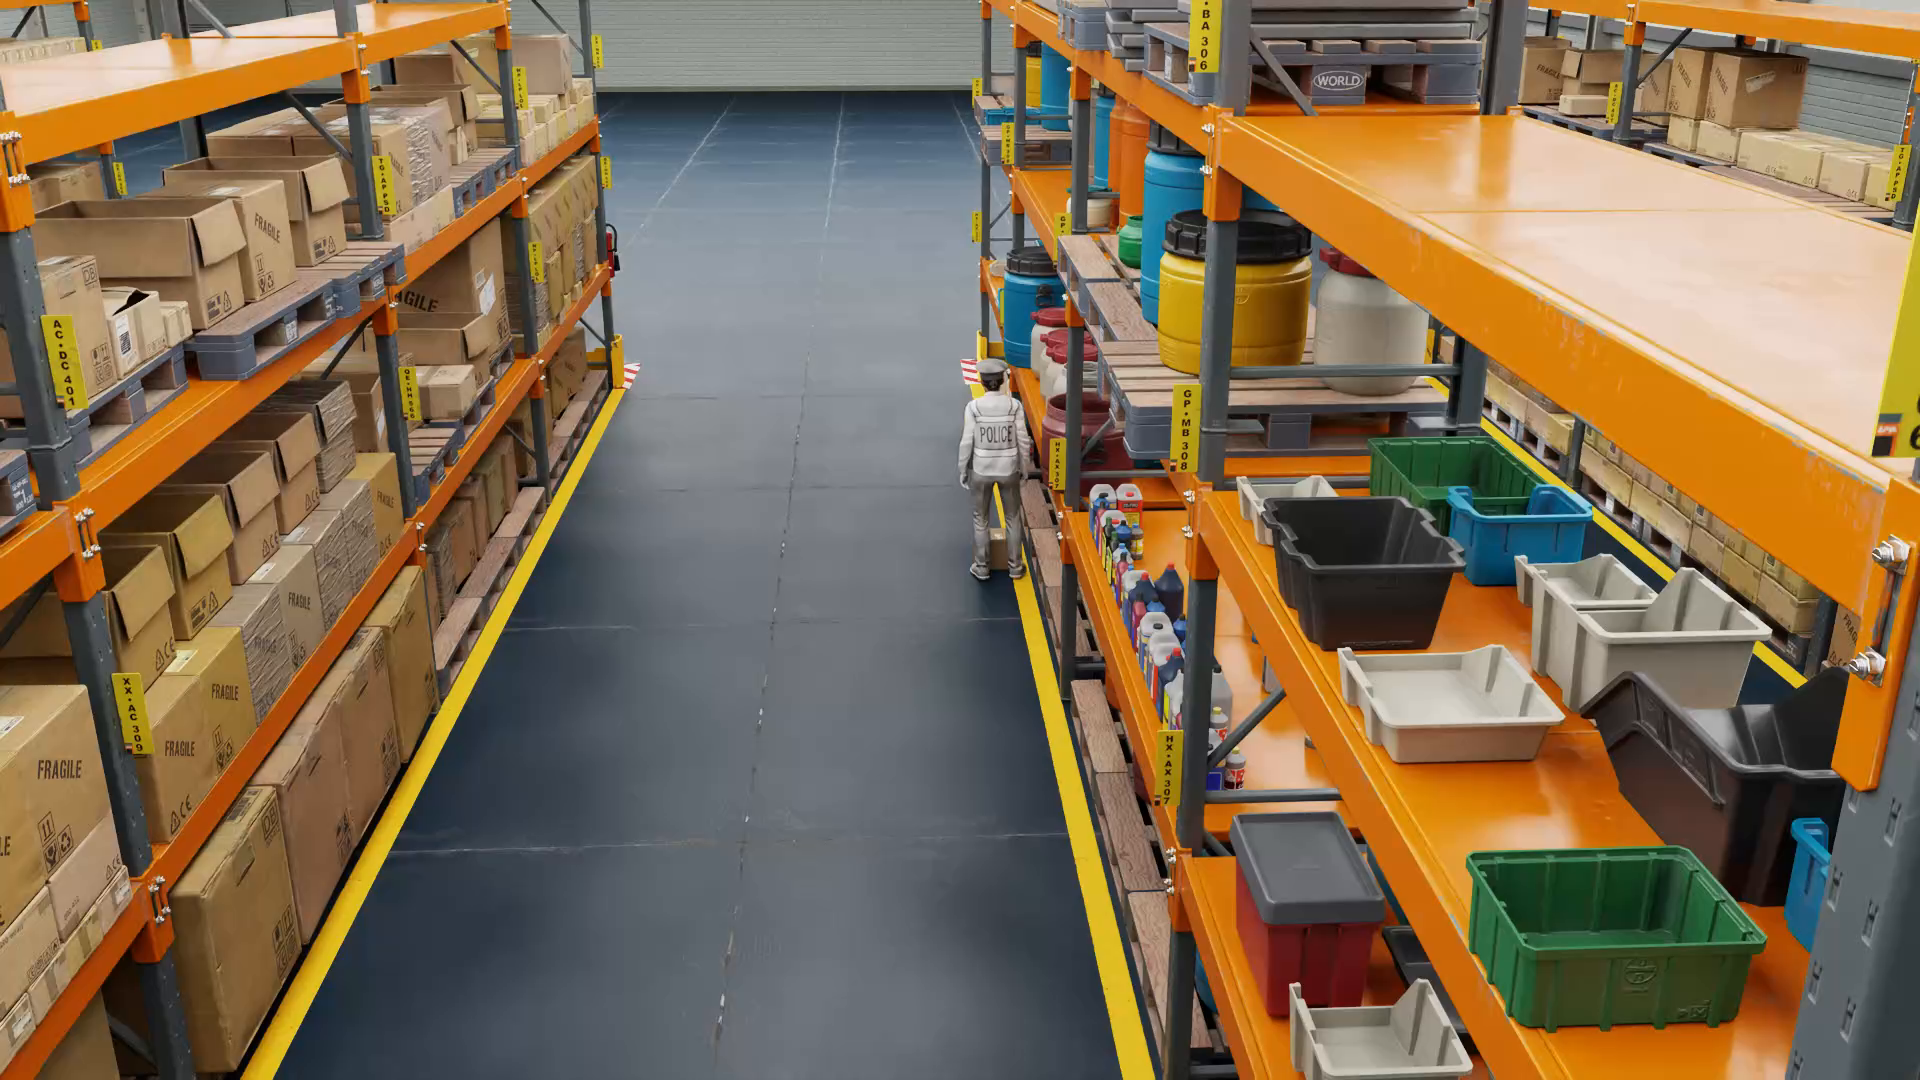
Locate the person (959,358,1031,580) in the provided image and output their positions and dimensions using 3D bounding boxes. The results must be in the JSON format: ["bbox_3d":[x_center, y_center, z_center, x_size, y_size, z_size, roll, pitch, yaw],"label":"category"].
[{"bbox_3d":[0.257,-0.508,12.431,0.537,1.662,0.378,-1,21,-4],"label":"person"}]
